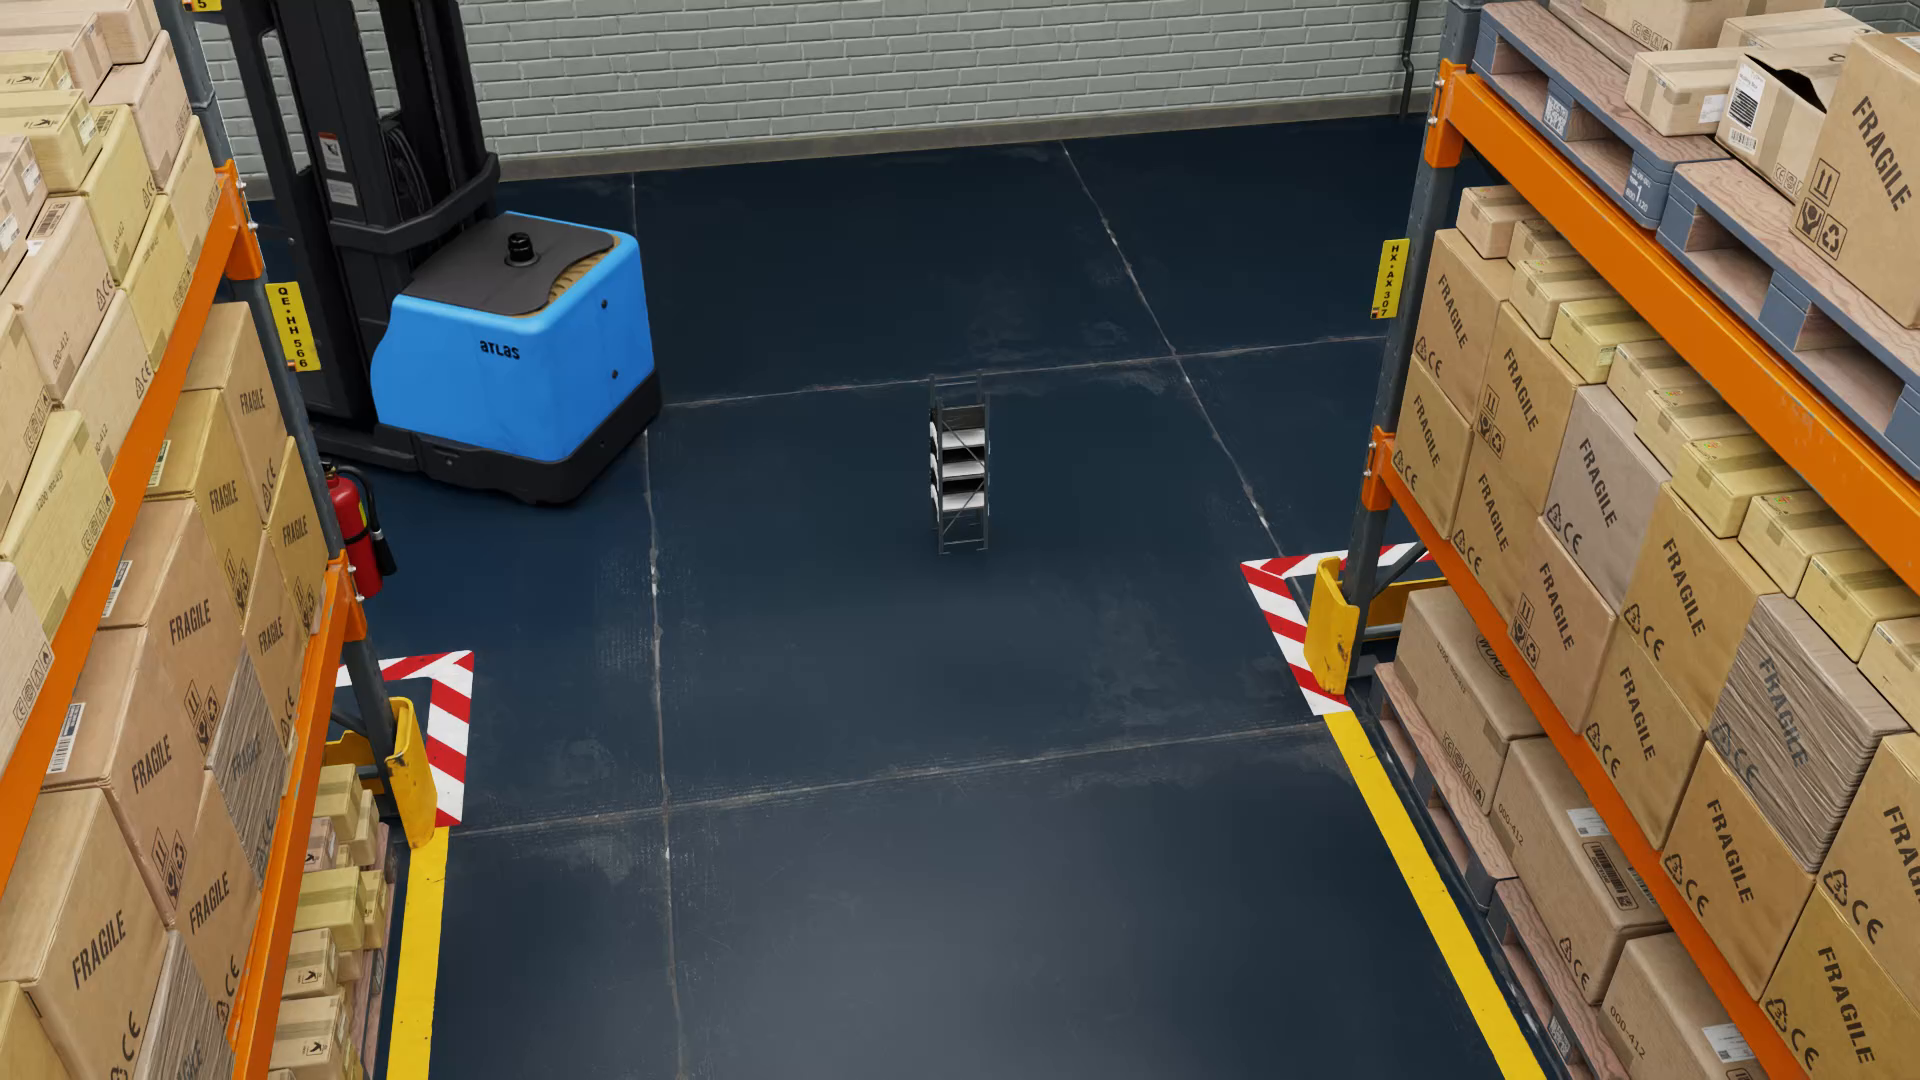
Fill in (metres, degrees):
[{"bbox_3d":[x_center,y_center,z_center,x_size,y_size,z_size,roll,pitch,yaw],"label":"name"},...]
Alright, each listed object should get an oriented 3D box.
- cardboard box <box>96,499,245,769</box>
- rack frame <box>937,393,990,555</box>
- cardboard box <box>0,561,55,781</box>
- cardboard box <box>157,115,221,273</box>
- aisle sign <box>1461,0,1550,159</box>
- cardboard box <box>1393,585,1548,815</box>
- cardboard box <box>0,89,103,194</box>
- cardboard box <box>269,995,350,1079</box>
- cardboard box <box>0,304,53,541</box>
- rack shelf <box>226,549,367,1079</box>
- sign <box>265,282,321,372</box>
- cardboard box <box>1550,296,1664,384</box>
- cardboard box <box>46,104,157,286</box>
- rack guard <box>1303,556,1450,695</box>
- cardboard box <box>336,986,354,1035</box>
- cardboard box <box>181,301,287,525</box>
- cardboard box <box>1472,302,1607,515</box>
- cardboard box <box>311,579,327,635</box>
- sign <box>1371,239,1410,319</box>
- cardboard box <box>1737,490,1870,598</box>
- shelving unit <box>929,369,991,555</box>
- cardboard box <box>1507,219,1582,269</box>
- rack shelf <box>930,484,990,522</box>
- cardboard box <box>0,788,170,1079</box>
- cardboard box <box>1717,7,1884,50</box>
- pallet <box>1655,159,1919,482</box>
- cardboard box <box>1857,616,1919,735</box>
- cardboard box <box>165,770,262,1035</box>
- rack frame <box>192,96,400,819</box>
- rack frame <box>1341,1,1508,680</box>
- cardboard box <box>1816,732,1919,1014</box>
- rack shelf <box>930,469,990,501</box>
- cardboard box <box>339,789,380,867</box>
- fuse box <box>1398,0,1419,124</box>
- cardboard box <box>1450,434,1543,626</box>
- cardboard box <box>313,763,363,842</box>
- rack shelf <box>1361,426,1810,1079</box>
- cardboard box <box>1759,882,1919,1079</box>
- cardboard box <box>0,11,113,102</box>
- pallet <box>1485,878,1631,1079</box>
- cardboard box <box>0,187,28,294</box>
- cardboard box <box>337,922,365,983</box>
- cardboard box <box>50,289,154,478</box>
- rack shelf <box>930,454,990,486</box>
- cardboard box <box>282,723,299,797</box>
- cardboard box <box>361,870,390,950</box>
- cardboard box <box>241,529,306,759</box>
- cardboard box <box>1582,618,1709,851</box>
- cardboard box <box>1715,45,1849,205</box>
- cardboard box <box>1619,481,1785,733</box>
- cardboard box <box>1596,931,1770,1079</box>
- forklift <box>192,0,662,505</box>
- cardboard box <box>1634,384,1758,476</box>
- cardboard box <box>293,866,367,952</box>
[{"bbox_3d":[-2.195,0.259,4.233,0.500,0.500,0.500,-4,38,-6],"label":"cardboard box"},{"bbox_3d":[0.016,-0.299,7.801,0.240,0.900,0.006,-6,38,-8],"label":"rack frame"},{"bbox_3d":[-1.998,0.306,2.988,0.500,0.250,0.500,-5,38,-6],"label":"cardboard box"},{"bbox_3d":[-2.369,-0.937,4.589,0.500,0.250,0.500,-7,38,-9],"label":"cardboard box"},{"bbox_3d":[1.848,-1.690,5.762,0.394,0.787,0.004,-6,38,-8],"label":"aisle sign"},{"bbox_3d":[2.360,0.582,6.702,0.875,0.438,0.875,-7,38,-9],"label":"cardboard box"},{"bbox_3d":[-2.216,-0.907,3.817,0.380,0.149,0.250,-6,38,-7],"label":"cardboard box"},{"bbox_3d":[-2.124,1.580,5.168,0.380,0.149,0.250,-5,38,-6],"label":"cardboard box"},{"bbox_3d":[-2.123,-0.206,3.239,0.500,0.250,0.500,-8,39,-10],"label":"cardboard box"},{"bbox_3d":[-2.359,1.434,4.446,1.077,0.370,4.000,-6,38,-8],"label":"rack shelf"},{"bbox_3d":[-2.160,-0.688,5.389,0.100,0.325,0.005,-6,38,-8],"label":"sign"},{"bbox_3d":[2.049,-0.621,5.079,0.380,0.149,0.250,-7,38,-9],"label":"cardboard box"},{"bbox_3d":[-2.287,-0.821,4.032,0.500,0.250,0.500,-7,38,-9],"label":"cardboard box"},{"bbox_3d":[2.142,0.321,7.329,1.175,0.500,0.348,-6,38,-8],"label":"rack guard"},{"bbox_3d":[-2.249,1.658,5.552,0.380,0.149,0.250,-6,38,-7],"label":"cardboard box"},{"bbox_3d":[-2.384,-0.360,5.030,0.500,0.500,0.500,-7,38,-9],"label":"cardboard box"},{"bbox_3d":[2.047,-0.454,5.393,0.500,0.500,0.500,-7,38,-9],"label":"cardboard box"},{"bbox_3d":[-2.374,0.208,5.642,0.380,0.149,0.250,-6,38,-8],"label":"cardboard box"},{"bbox_3d":[1.599,-0.969,6.182,0.100,0.325,0.005,-6,38,-8],"label":"sign"},{"bbox_3d":[2.260,-0.004,4.284,0.380,0.149,0.250,-6,38,-8],"label":"cardboard box"},{"bbox_3d":[-0.001,-0.360,7.880,0.258,0.900,0.210,-6,38,-8],"label":"shelving unit"},{"bbox_3d":[2.052,-0.947,5.499,0.380,0.149,0.250,-5,38,-7],"label":"cardboard box"},{"bbox_3d":[-0.001,-0.192,8.011,0.258,0.077,0.200,-6,38,-8],"label":"rack shelf"},{"bbox_3d":[-2.011,0.888,3.423,0.500,0.500,0.500,-6,38,-7],"label":"cardboard box"},{"bbox_3d":[2.466,-1.435,4.889,0.380,0.149,0.250,-9,39,-11],"label":"cardboard box"},{"bbox_3d":[2.504,-0.616,4.125,1.003,0.211,1.213,-6,38,-8],"label":"pallet"},{"bbox_3d":[2.365,0.301,3.892,0.380,0.149,0.250,-7,38,-8],"label":"cardboard box"},{"bbox_3d":[-2.116,0.948,4.161,0.500,0.500,0.500,-4,38,-6],"label":"cardboard box"},{"bbox_3d":[-2.709,-0.058,5.780,1.000,3.000,0.127,-6,38,-8],"label":"rack frame"},{"bbox_3d":[2.146,-0.652,6.544,1.000,3.000,0.127,-6,38,-8],"label":"rack frame"},{"bbox_3d":[2.412,0.767,3.821,0.500,0.500,0.500,-7,38,-9],"label":"cardboard box"},{"bbox_3d":[-0.001,-0.263,7.956,0.258,0.077,0.200,-6,38,-8],"label":"rack shelf"},{"bbox_3d":[-2.336,1.072,6.063,0.380,0.149,0.250,-7,38,-9],"label":"cardboard box"},{"bbox_3d":[3.228,-3.684,11.497,0.539,1.711,0.414,-6,38,-8],"label":"fuse box"},{"bbox_3d":[2.064,-0.068,5.711,0.500,0.500,0.500,-7,38,-9],"label":"cardboard box"},{"bbox_3d":[-2.367,0.959,5.967,0.380,0.149,0.250,-6,38,-7],"label":"cardboard box"},{"bbox_3d":[2.497,0.841,5.209,1.077,0.370,4.000,-6,38,-8],"label":"rack shelf"},{"bbox_3d":[2.419,1.162,4.128,0.500,0.500,0.500,-7,38,-9],"label":"cardboard box"},{"bbox_3d":[-2.394,-1.212,4.210,0.380,0.149,0.250,-6,38,-7],"label":"cardboard box"},{"bbox_3d":[2.574,1.659,5.842,1.003,0.211,1.213,-6,38,-8],"label":"pallet"},{"bbox_3d":[-2.168,-0.592,3.412,0.380,0.149,0.250,-5,38,-7],"label":"cardboard box"},{"bbox_3d":[-2.243,1.386,5.660,0.380,0.149,0.250,-8,39,-10],"label":"cardboard box"},{"bbox_3d":[-2.199,-0.329,3.805,0.500,0.250,0.500,-5,38,-6],"label":"cardboard box"},{"bbox_3d":[-0.001,-0.334,7.901,0.258,0.077,0.200,-6,38,-8],"label":"rack shelf"},{"bbox_3d":[-2.241,0.663,5.056,0.380,0.149,0.250,-5,38,-7],"label":"cardboard box"},{"bbox_3d":[-2.267,1.342,5.959,0.380,0.149,0.250,-5,38,-7],"label":"cardboard box"},{"bbox_3d":[-2.292,0.340,4.943,0.500,0.500,0.500,-7,38,-9],"label":"cardboard box"},{"bbox_3d":[2.240,0.542,4.926,0.500,0.500,0.500,-5,38,-6],"label":"cardboard box"},{"bbox_3d":[2.359,-1.097,4.321,0.500,0.311,0.500,-6,38,-7],"label":"cardboard box"},{"bbox_3d":[2.234,0.157,4.606,0.500,0.500,0.500,-6,38,-8],"label":"cardboard box"},{"bbox_3d":[2.686,1.679,5.290,0.875,0.438,0.875,-7,38,-9],"label":"cardboard box"},{"bbox_3d":[-3.177,-1.896,8.201,3.031,2.935,1.130,13,40,16],"label":"forklift"},{"bbox_3d":[2.149,-0.313,4.682,0.380,0.149,0.250,-6,38,-8],"label":"cardboard box"},{"bbox_3d":[-2.209,1.260,5.579,0.380,0.149,0.250,-7,38,-9],"label":"cardboard box"}]
